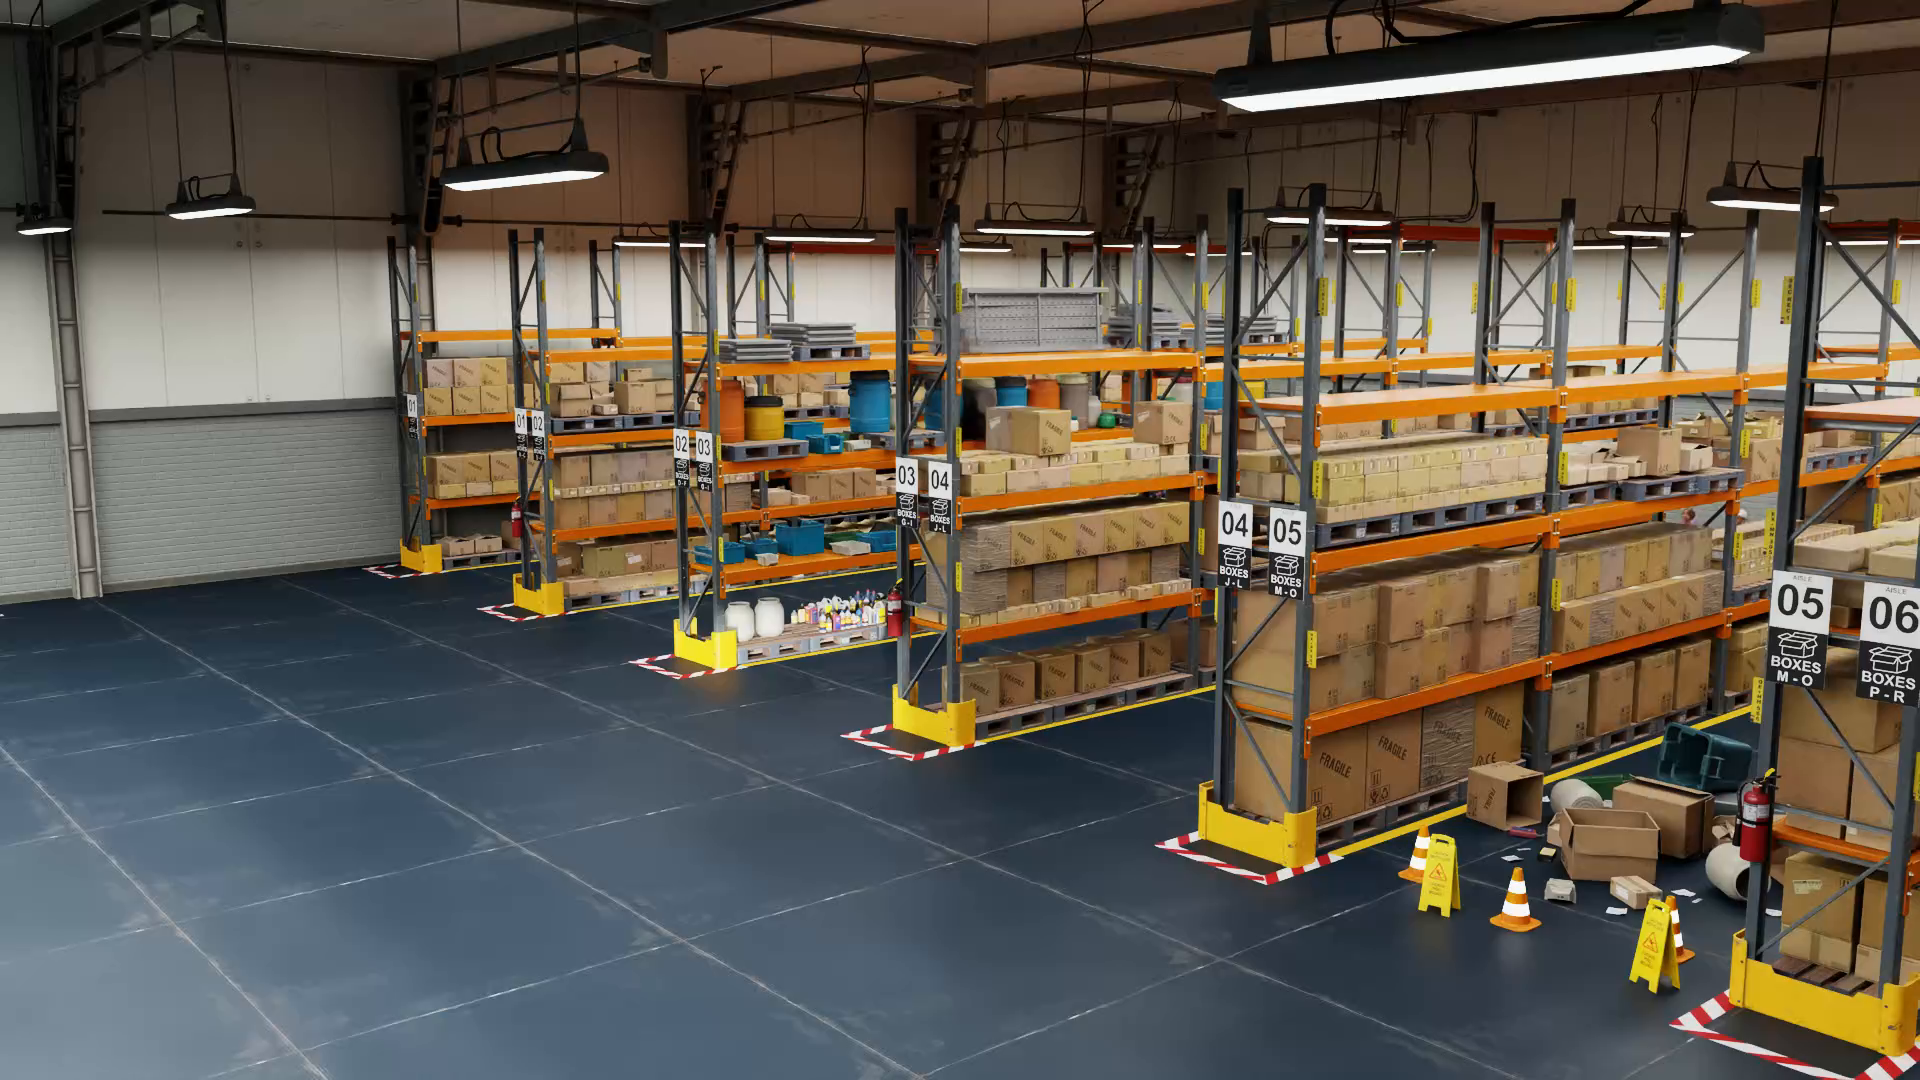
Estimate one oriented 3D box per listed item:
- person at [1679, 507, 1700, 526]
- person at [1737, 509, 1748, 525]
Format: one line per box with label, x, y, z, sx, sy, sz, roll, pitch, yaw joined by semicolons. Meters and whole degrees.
person;11.770;0.255;26.986;0.533;1.596;0.632;9;12;44
person;11.782;0.450;25.103;0.762;1.848;0.628;-5;10;-30
